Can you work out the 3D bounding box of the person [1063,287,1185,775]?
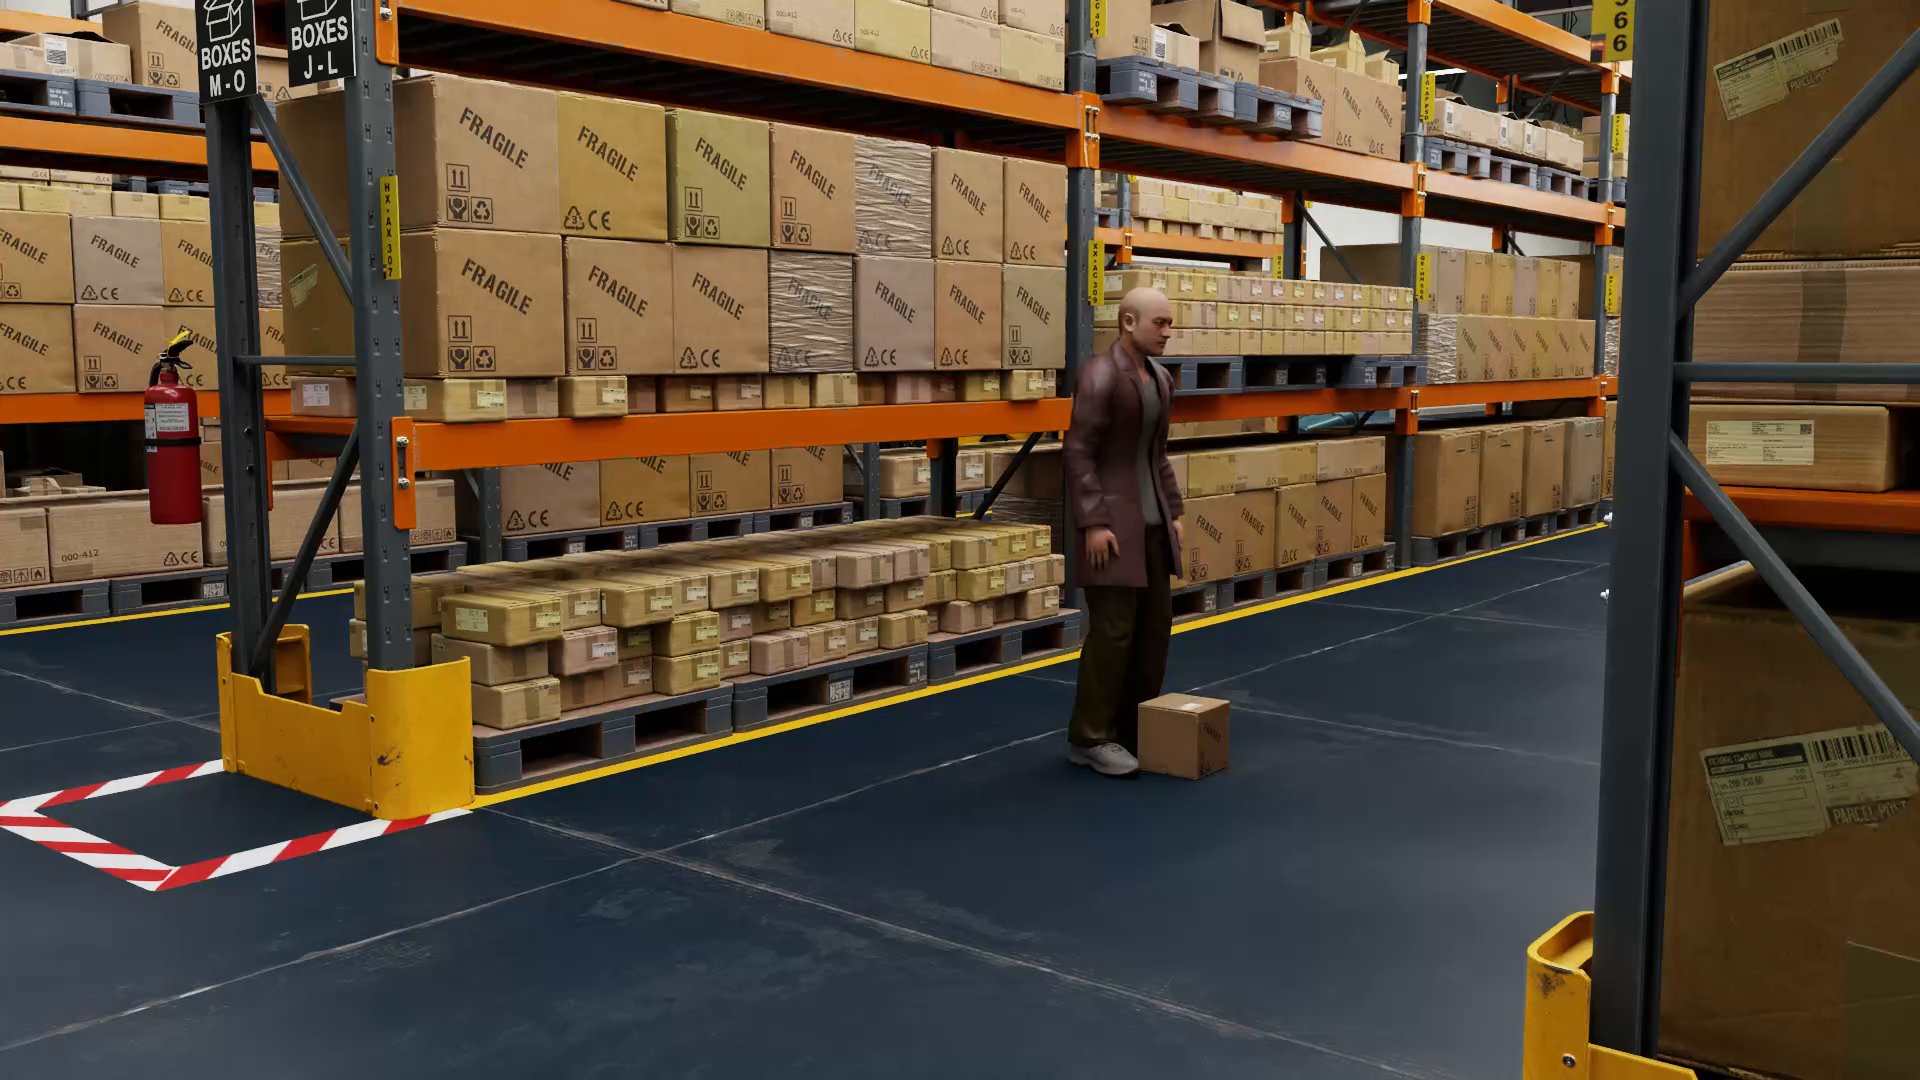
[{"bbox_3d":[0.632,-0.050,6.225,0.425,1.774,0.644,5,8,39],"label":"person"}]
